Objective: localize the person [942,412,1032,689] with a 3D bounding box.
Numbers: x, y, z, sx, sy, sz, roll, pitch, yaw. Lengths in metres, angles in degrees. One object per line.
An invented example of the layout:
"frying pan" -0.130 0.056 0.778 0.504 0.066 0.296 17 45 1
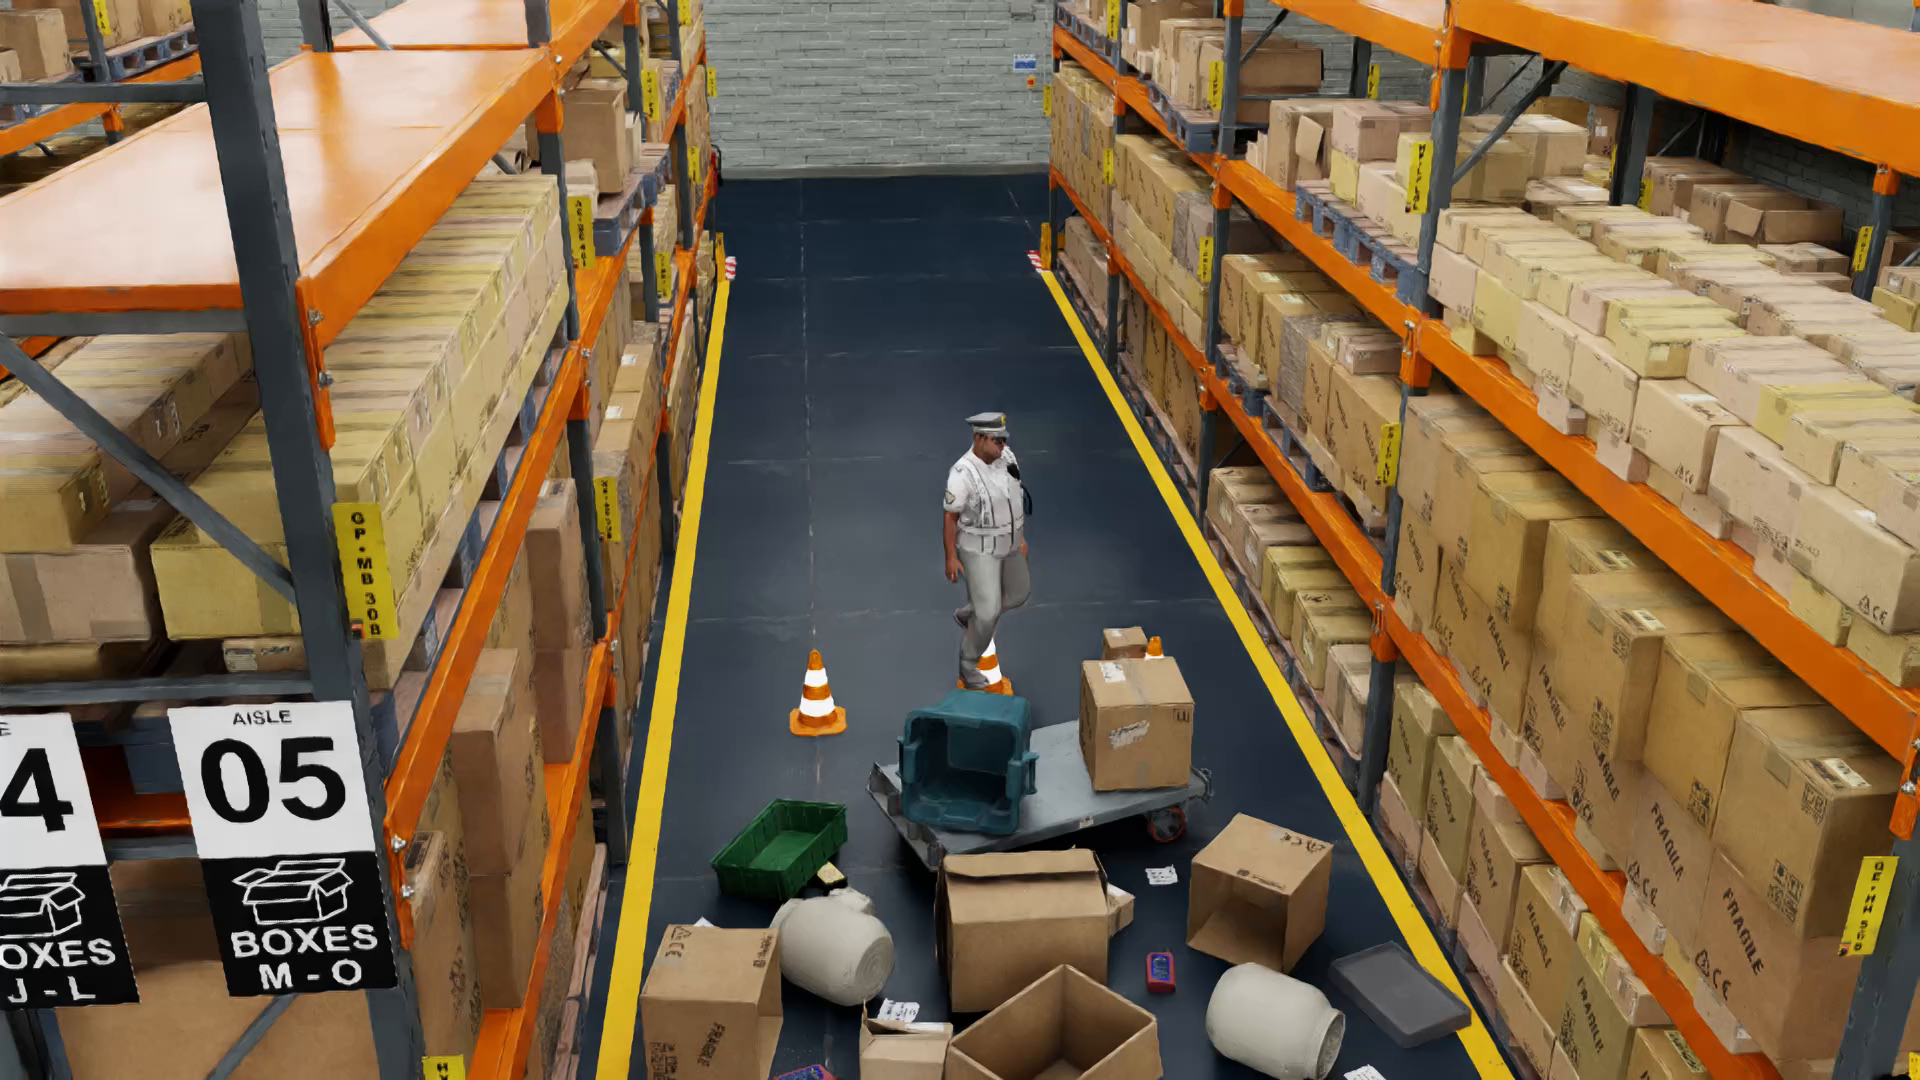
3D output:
"person" 0.109 0.021 10.181 0.664 1.711 0.664 20 30 38
